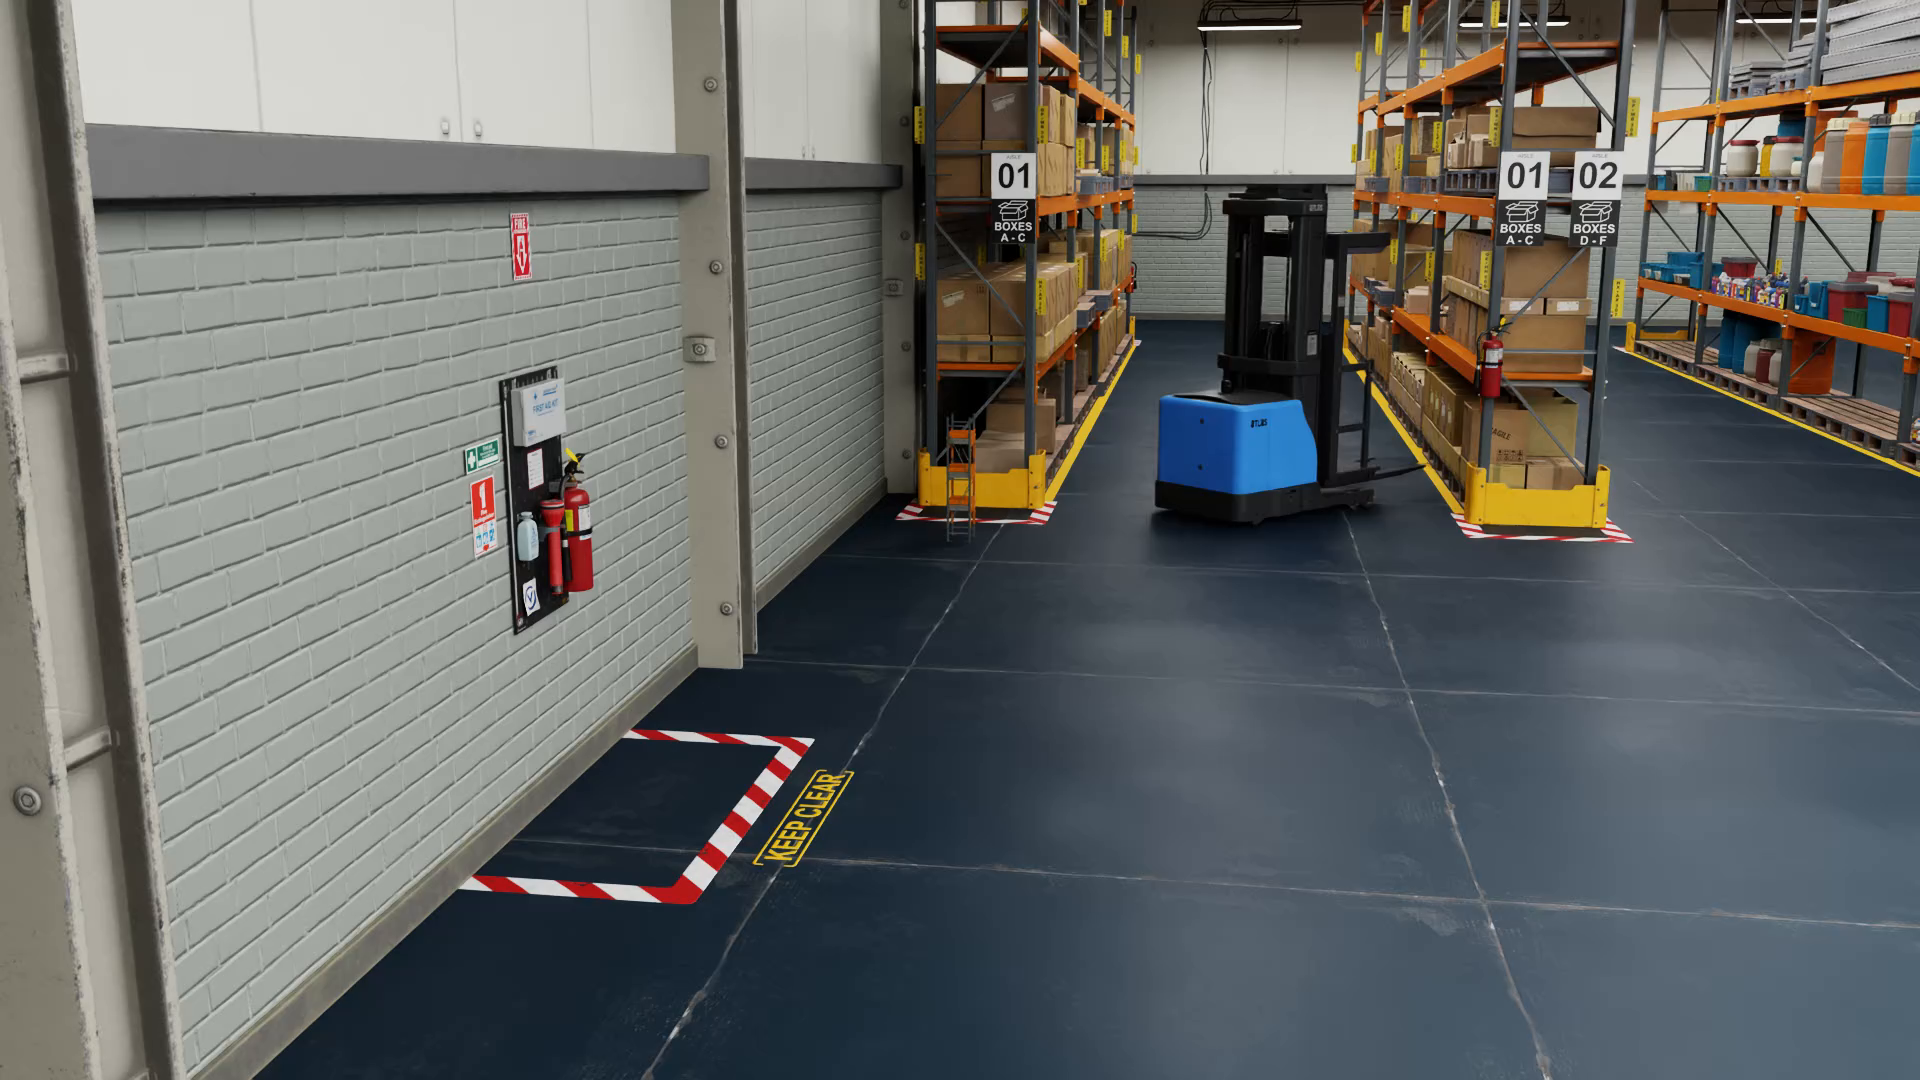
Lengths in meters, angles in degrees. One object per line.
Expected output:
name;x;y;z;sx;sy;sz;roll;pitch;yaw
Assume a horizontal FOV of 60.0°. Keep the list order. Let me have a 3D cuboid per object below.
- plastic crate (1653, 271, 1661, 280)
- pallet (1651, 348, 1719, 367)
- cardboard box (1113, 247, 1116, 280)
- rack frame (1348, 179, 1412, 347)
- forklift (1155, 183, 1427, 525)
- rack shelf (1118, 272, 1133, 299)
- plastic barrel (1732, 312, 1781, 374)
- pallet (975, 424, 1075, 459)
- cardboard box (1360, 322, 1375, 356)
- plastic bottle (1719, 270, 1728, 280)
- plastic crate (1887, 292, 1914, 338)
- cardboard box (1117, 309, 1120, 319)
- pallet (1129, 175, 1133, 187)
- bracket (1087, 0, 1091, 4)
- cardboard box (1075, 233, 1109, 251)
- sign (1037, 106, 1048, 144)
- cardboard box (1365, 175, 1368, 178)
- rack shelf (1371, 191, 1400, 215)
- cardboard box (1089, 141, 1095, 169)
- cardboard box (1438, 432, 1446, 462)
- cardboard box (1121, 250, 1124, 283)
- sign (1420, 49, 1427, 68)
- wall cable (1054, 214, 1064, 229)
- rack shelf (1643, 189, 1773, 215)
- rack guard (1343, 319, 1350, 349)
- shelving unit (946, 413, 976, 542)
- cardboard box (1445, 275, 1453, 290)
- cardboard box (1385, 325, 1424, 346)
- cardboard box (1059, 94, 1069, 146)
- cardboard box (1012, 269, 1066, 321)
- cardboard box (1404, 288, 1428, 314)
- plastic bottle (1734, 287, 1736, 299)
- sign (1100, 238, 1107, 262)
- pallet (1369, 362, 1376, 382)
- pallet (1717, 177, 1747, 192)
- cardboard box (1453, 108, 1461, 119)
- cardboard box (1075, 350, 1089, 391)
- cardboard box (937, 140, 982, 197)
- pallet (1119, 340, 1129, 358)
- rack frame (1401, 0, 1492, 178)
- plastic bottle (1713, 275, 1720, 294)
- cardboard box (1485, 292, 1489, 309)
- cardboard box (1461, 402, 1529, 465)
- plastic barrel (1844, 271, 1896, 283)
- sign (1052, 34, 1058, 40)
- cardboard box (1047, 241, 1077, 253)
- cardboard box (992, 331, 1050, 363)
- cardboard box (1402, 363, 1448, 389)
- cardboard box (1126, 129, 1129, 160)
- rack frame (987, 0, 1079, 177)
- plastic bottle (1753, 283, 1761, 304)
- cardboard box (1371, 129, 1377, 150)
plastic crate;11.841;-4.453;28.022;0.250;0.136;0.298;2;12;9
pallet;12.085;-3.012;27.470;1.003;0.211;1.213;2;12;9
cardboard box;2.145;-4.281;25.746;0.500;0.500;0.500;2;12;9
rack frame;7.546;-4.960;29.890;1.000;3.000;0.127;2;12;9
forklift;3.221;-1.797;15.375;3.031;2.935;1.130;-10;16;-39
rack shelf;2.343;-4.352;28.775;1.077;0.370;4.000;2;12;9
plastic barrel;11.616;-2.886;24.248;0.600;0.901;0.708;2;12;9
pallet;0.737;-1.118;18.680;1.003;0.211;1.213;2;12;9
cardboard box;6.738;-3.249;26.836;0.500;0.500;0.500;2;12;9
plastic bottle;11.444;-3.871;24.953;0.144;0.351;0.185;2;12;9
plastic crate;10.367;-2.443;18.058;0.402;0.464;0.583;2;12;9
cardboard box;2.485;-3.806;27.929;0.380;0.149;0.250;2;12;11
pallet;2.547;-6.388;29.606;1.003;0.211;1.213;2;12;9
bracket;2.100;-9.765;29.399;0.076;0.066;4.783;2;12;9
cardboard box;1.900;-4.328;24.183;0.500;0.250;0.500;2;12;9
sign;0.726;-3.665;14.687;0.100;0.325;0.005;2;12;9
cardboard box;6.899;-5.839;27.202;0.500;0.250;0.500;2;12;9
rack shelf;6.624;-4.826;23.854;1.077;0.370;4.000;2;12;9
cardboard box;1.566;-5.515;24.060;0.700;0.500;0.500;3;12;12
cardboard box;5.095;-0.925;16.694;0.500;0.250;0.500;2;12;9
cardboard box;2.253;-4.698;27.962;0.980;0.700;0.700;2;12;7
sign;8.092;-8.405;29.040;0.100;0.325;0.005;2;12;9
wall cable;1.913;-5.914;31.903;0.084;1.984;1.851;2;12;9
rack shelf;12.133;-5.497;26.970;1.077;0.370;4.000;2;12;9
rack guard;7.535;-3.723;30.080;1.175;0.500;0.348;2;12;9
shelving unit;0.008;-0.524;13.934;0.215;1.050;0.252;2;12;9
cardboard box;5.468;-2.779;17.990;0.380;0.149;0.250;2;12;9
cardboard box;6.232;-2.869;23.294;0.500;0.250;0.500;2;12;11
cardboard box;0.852;-4.299;17.044;0.500;0.500;0.500;1;12;7
cardboard box;0.800;-2.500;17.002;0.500;0.500;0.500;2;12;10
cardboard box;5.987;-3.072;21.337;0.500;0.311;0.500;2;12;8
plastic bottle;11.190;-3.569;23.907;0.097;0.201;0.097;0;12;0
sign;1.958;-3.966;22.718;0.100;0.325;0.005;2;12;9
pallet;6.843;-2.594;25.529;1.003;0.211;1.213;2;12;9
pallet;11.801;-5.174;24.210;1.213;0.211;1.003;2;12;9
cardboard box;5.899;-4.674;19.019;0.500;0.500;0.500;3;13;14
cardboard box;1.361;-2.296;22.418;0.700;0.500;0.500;2;12;9
cardboard box;0.004;-3.409;15.289;0.500;0.500;0.500;3;12;13
pallet;2.415;-3.335;28.966;1.003;0.211;1.213;2;12;9
rack frame;6.316;-6.228;21.531;1.000;3.000;0.127;2;12;9
plastic bottle;11.327;-3.819;24.871;0.061;0.283;0.133;2;12;9
cardboard box;5.034;-2.189;15.254;0.380;0.149;0.250;2;12;8
cardboard box;4.874;-0.979;15.164;0.500;0.500;0.500;2;12;9
plastic barrel;11.438;-3.094;20.906;0.600;0.536;0.708;2;12;9
sign;1.491;-7.777;26.128;0.100;0.325;0.005;2;12;9
cardboard box;1.362;-3.896;22.128;0.380;0.149;0.250;0;12;-1
cardboard box;0.579;-1.817;15.614;0.500;0.250;0.500;2;12;7
cardboard box;5.714;-2.008;20.390;0.500;0.311;0.500;2;12;8
cardboard box;2.566;-6.651;27.955;0.500;0.500;0.500;2;12;9
rack frame;0.805;-5.555;18.408;1.000;3.000;0.127;2;12;9
plastic bottle;11.026;-3.413;22.986;0.061;0.283;0.133;2;12;9
cardboard box;7.183;-6.547;27.521;0.700;0.500;0.500;2;12;9
